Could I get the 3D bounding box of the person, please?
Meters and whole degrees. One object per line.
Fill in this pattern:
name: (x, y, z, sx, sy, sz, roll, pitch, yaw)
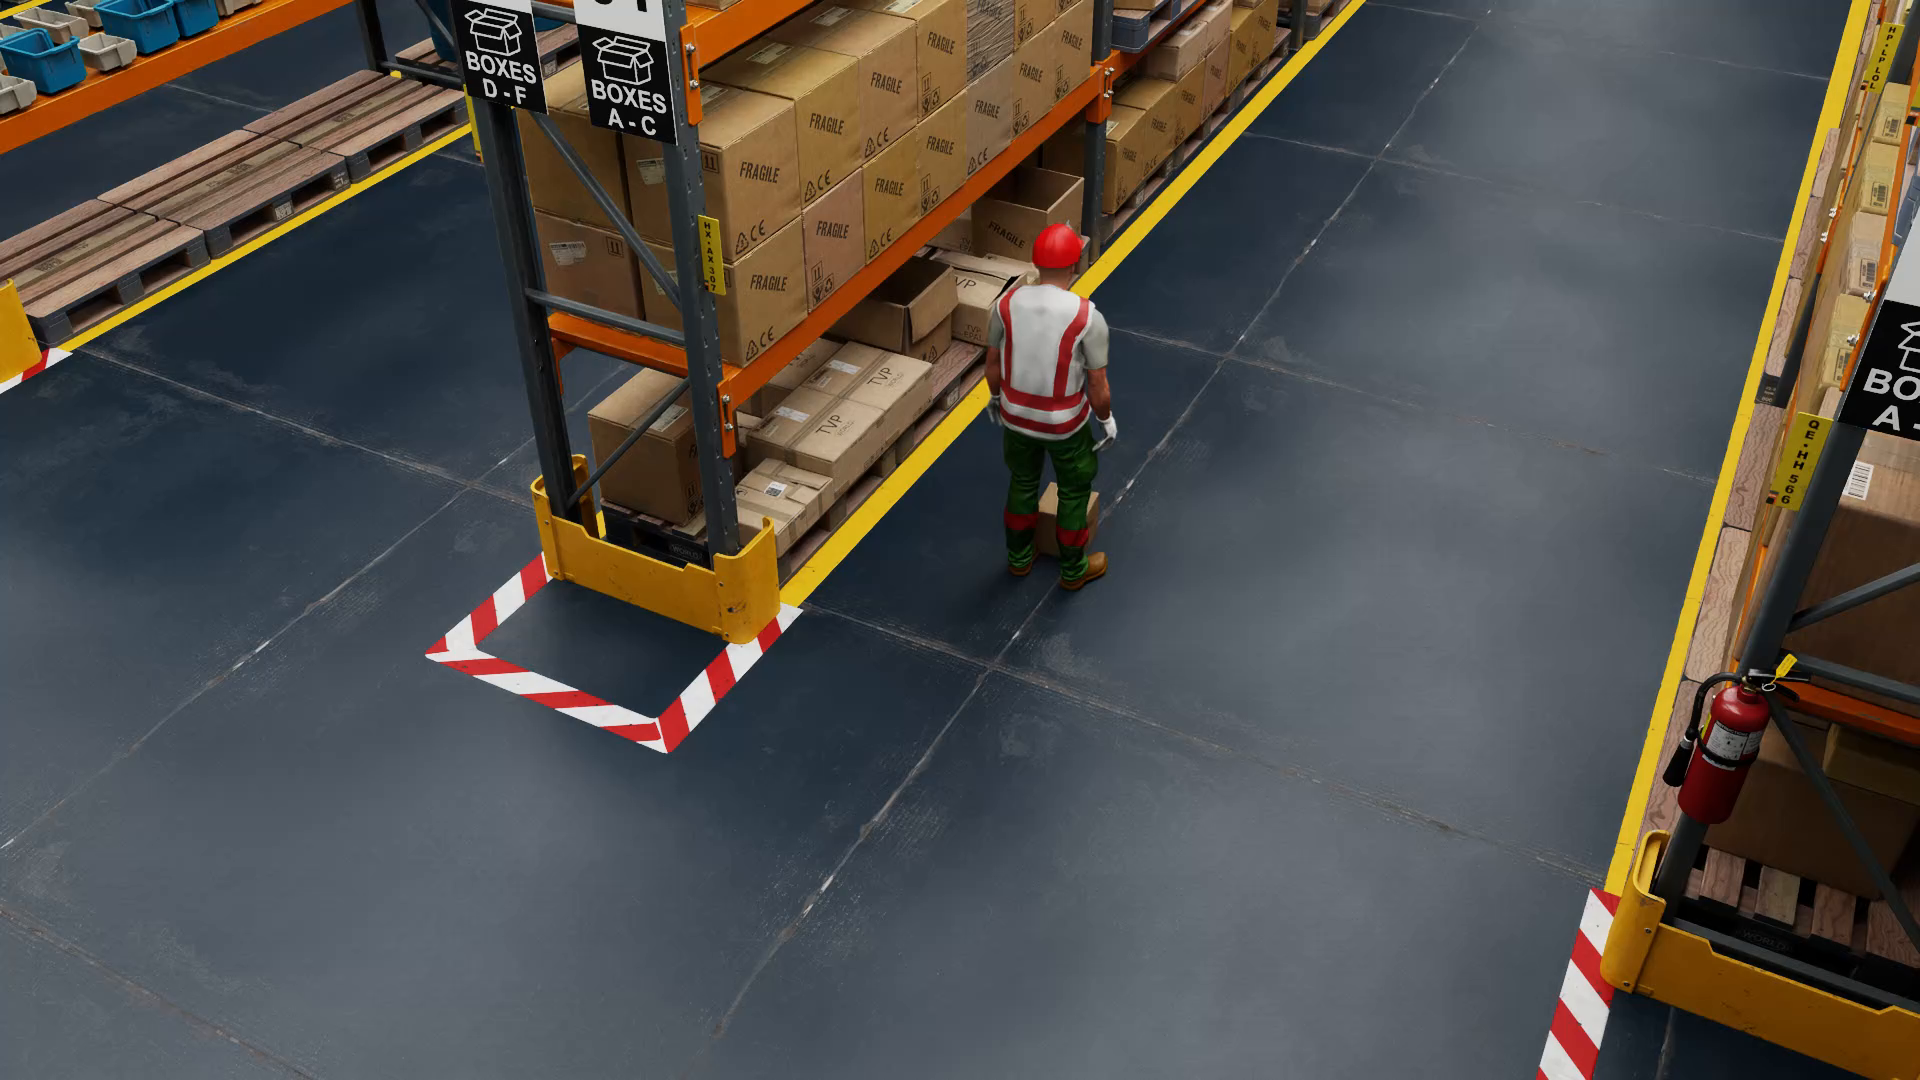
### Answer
person: (0.404, -0.573, 7.481, 0.623, 1.780, 0.450, 16, 41, 20)
